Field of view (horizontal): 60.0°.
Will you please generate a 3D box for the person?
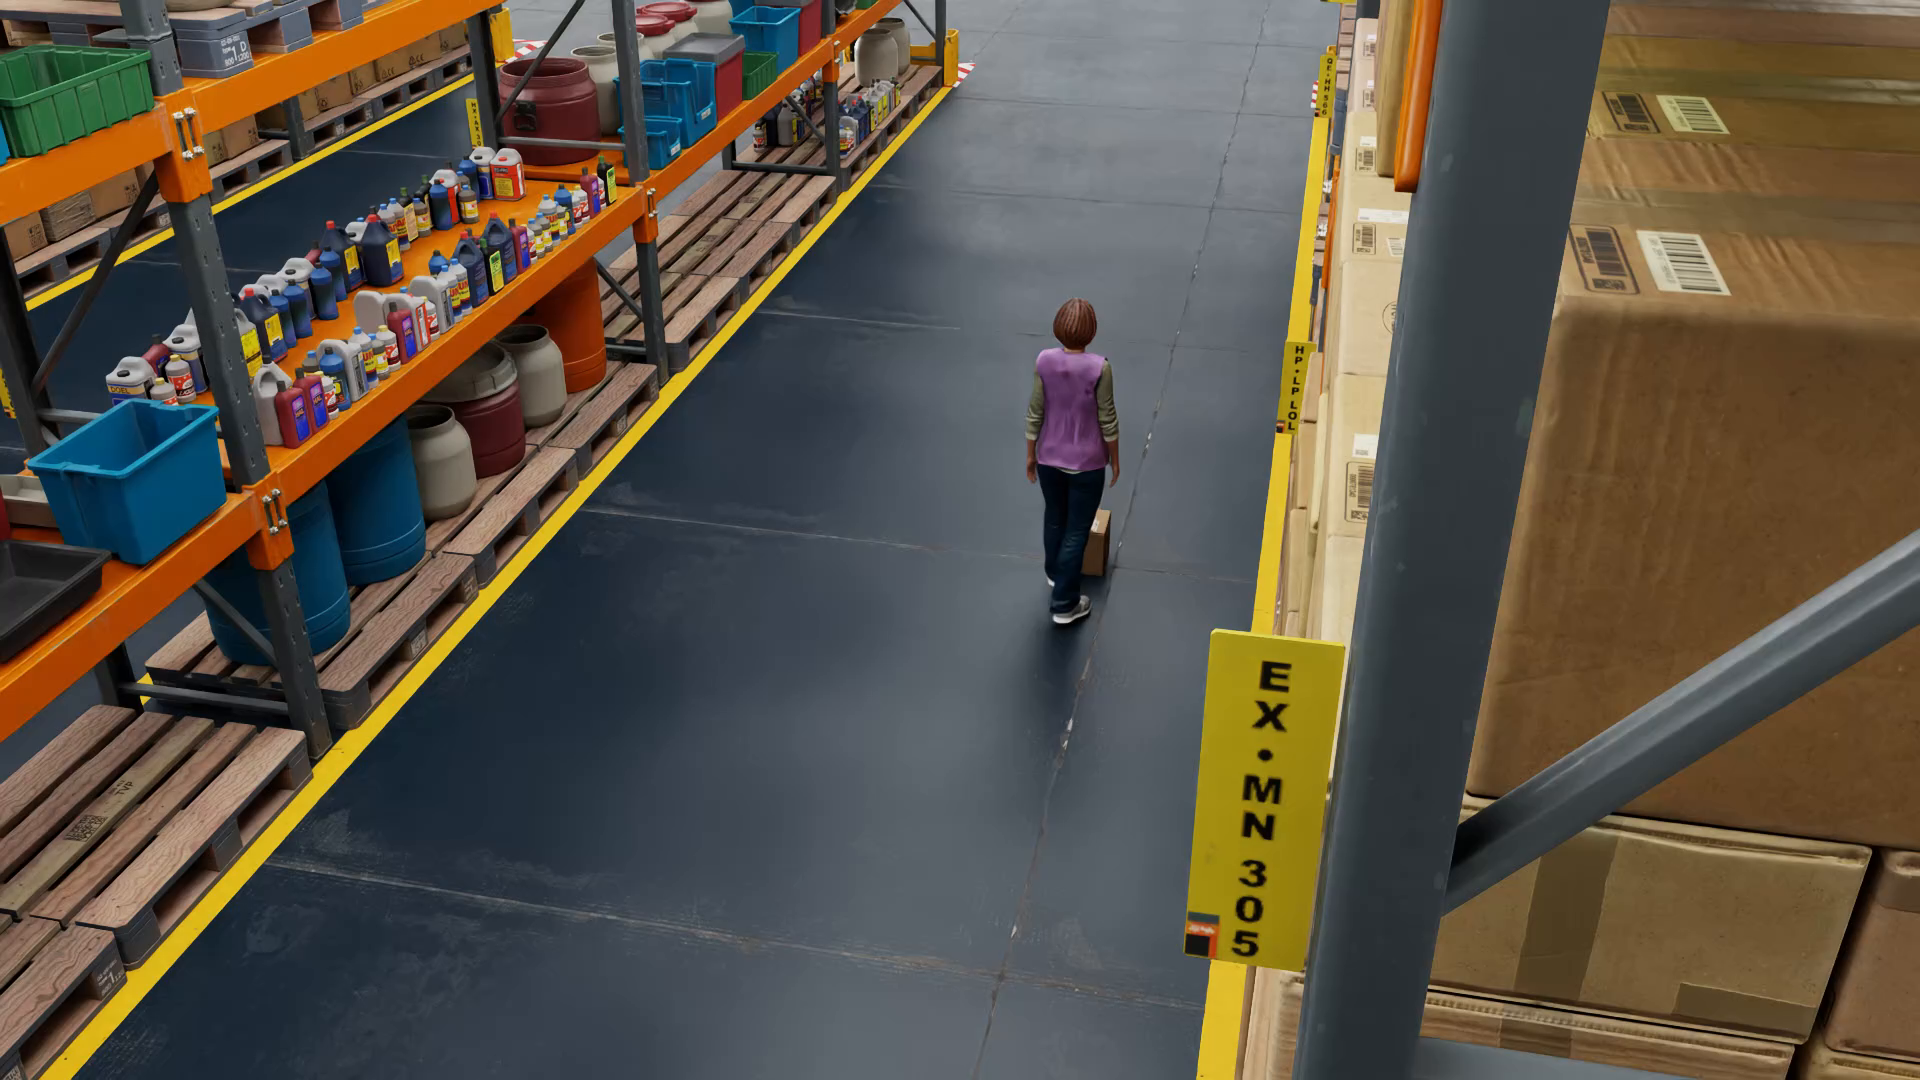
[{"bbox_3d":[0.577,-0.309,7.921,0.432,1.345,0.535,14,32,23],"label":"person"}]
